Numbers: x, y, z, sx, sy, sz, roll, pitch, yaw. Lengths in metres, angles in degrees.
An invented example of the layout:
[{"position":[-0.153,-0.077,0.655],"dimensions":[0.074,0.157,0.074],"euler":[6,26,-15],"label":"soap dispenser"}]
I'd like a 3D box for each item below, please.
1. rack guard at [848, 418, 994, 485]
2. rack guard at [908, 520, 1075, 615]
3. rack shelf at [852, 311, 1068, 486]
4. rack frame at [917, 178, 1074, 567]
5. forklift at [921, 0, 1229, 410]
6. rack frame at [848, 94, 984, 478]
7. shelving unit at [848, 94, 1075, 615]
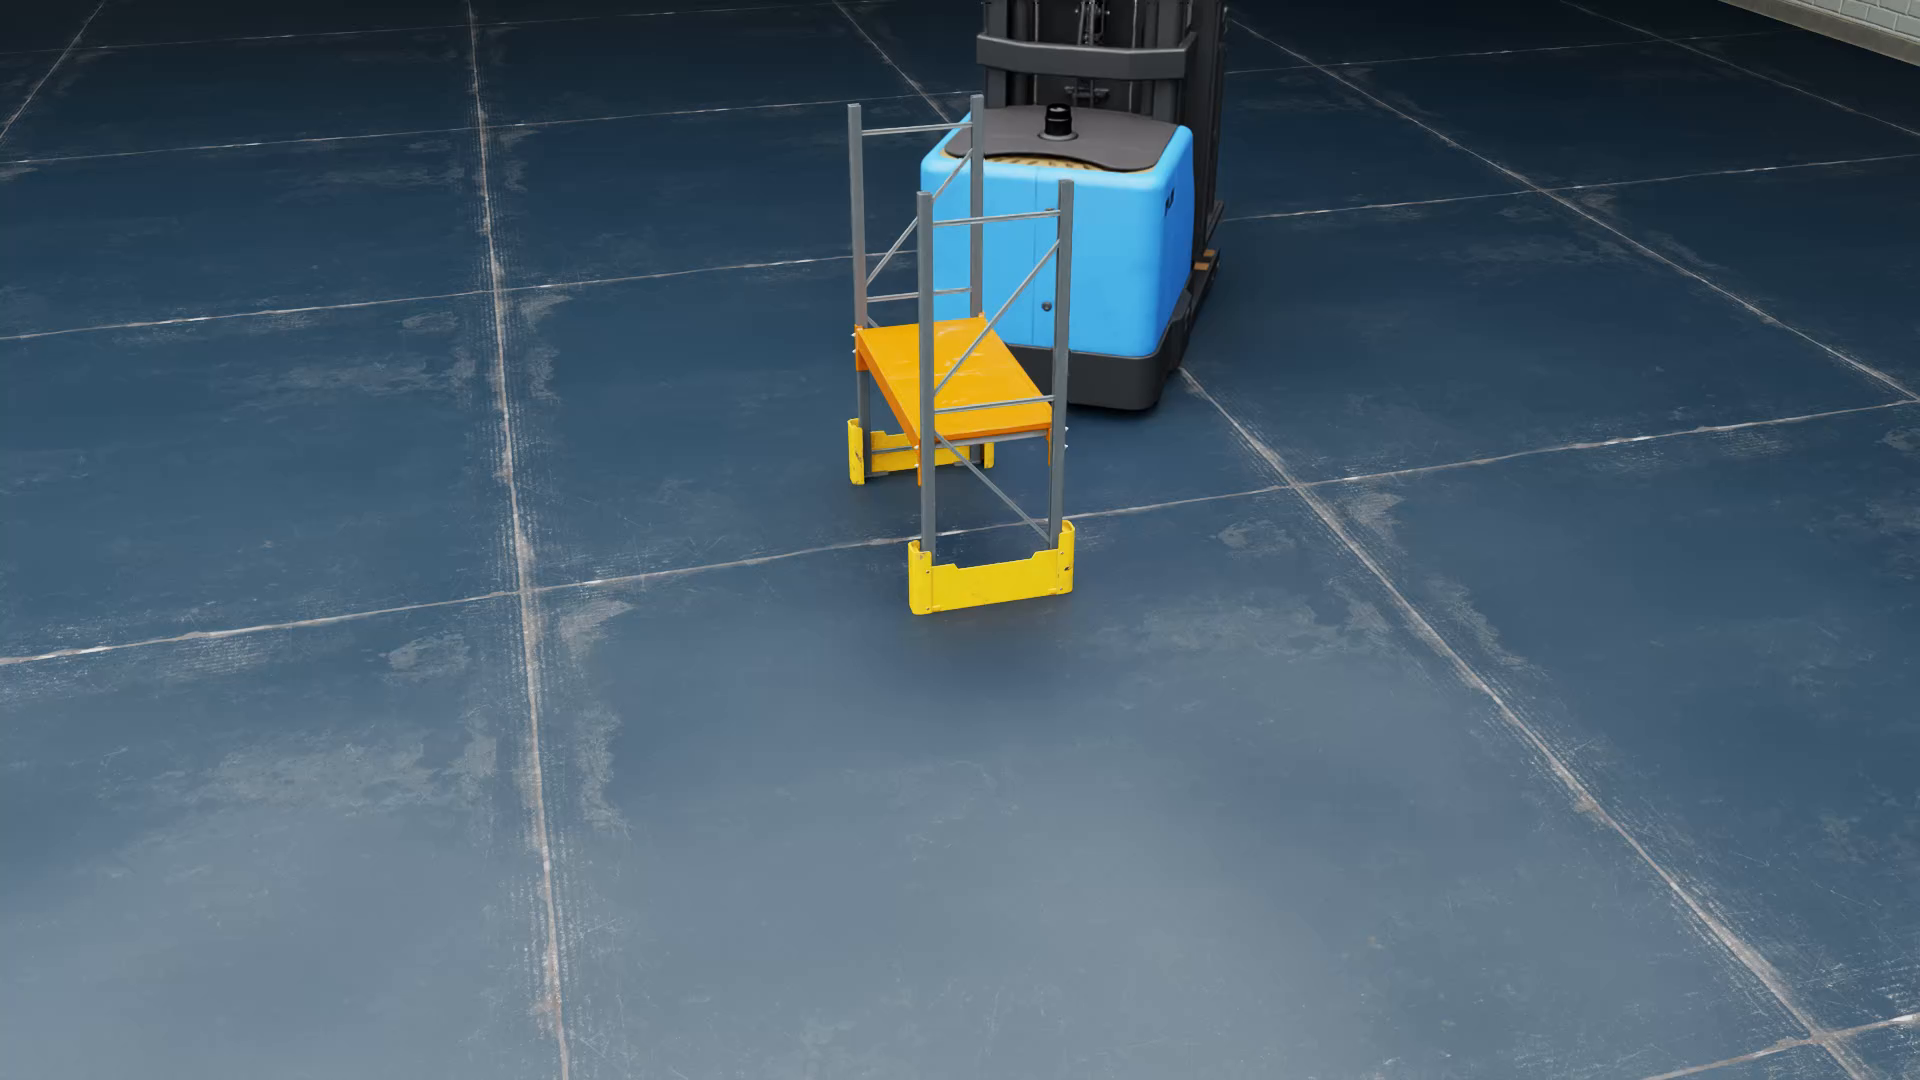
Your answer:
[{"position":[-0.152,-0.386,6.667],"dimensions":[0.587,0.250,0.087],"euler":[-8,31,-13],"label":"rack guard"},{"position":[0.112,0.096,5.835],"dimensions":[0.587,0.250,0.087],"euler":[-8,31,-13],"label":"rack guard"},{"position":[-0.023,-0.535,6.036],"dimensions":[0.538,0.185,1.000],"euler":[-8,31,-13],"label":"rack shelf"},{"position":[0.112,-0.445,5.521],"dimensions":[0.500,1.500,0.032],"euler":[-8,31,-13],"label":"rack frame"},{"position":[0.710,-2.546,7.723],"dimensions":[1.130,2.935,3.031],"euler":[8,31,13],"label":"forklift"},{"position":[-0.158,-0.936,6.370],"dimensions":[0.500,1.500,0.032],"euler":[-8,31,-13],"label":"rack frame"},{"position":[-0.020,-0.686,5.938],"dimensions":[0.587,1.500,1.083],"euler":[-8,31,-13],"label":"shelving unit"}]
